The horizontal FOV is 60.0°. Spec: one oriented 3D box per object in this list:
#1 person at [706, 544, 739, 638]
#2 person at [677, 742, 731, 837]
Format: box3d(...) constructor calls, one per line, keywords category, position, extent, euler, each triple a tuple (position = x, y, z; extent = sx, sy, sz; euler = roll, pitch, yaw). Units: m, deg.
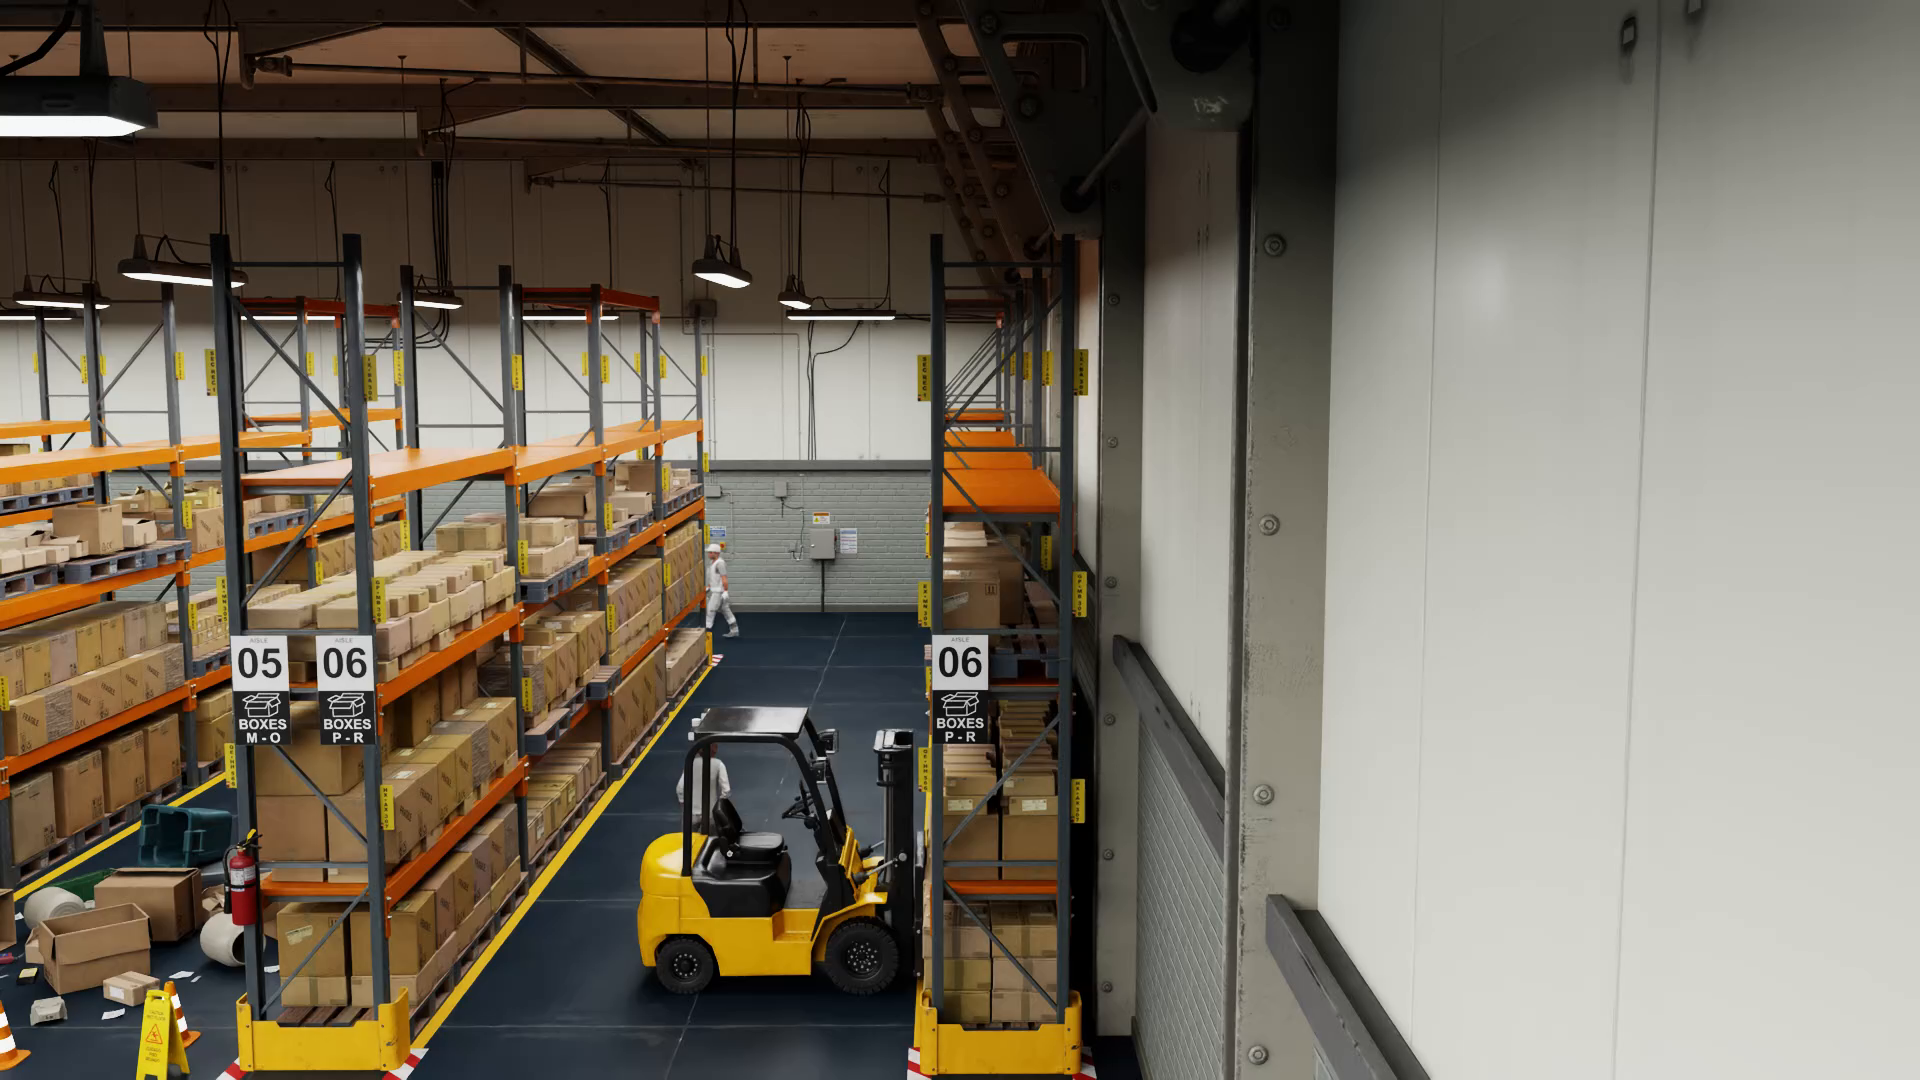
box3d(category="person", position=(-4.492, 0.941, 30.323), extent=(0.927, 1.754, 0.595), euler=(-2, 7, -20))
box3d(category="person", position=(-2.471, 2.634, 15.998), extent=(0.523, 1.446, 0.710), euler=(0, 6, -1))
